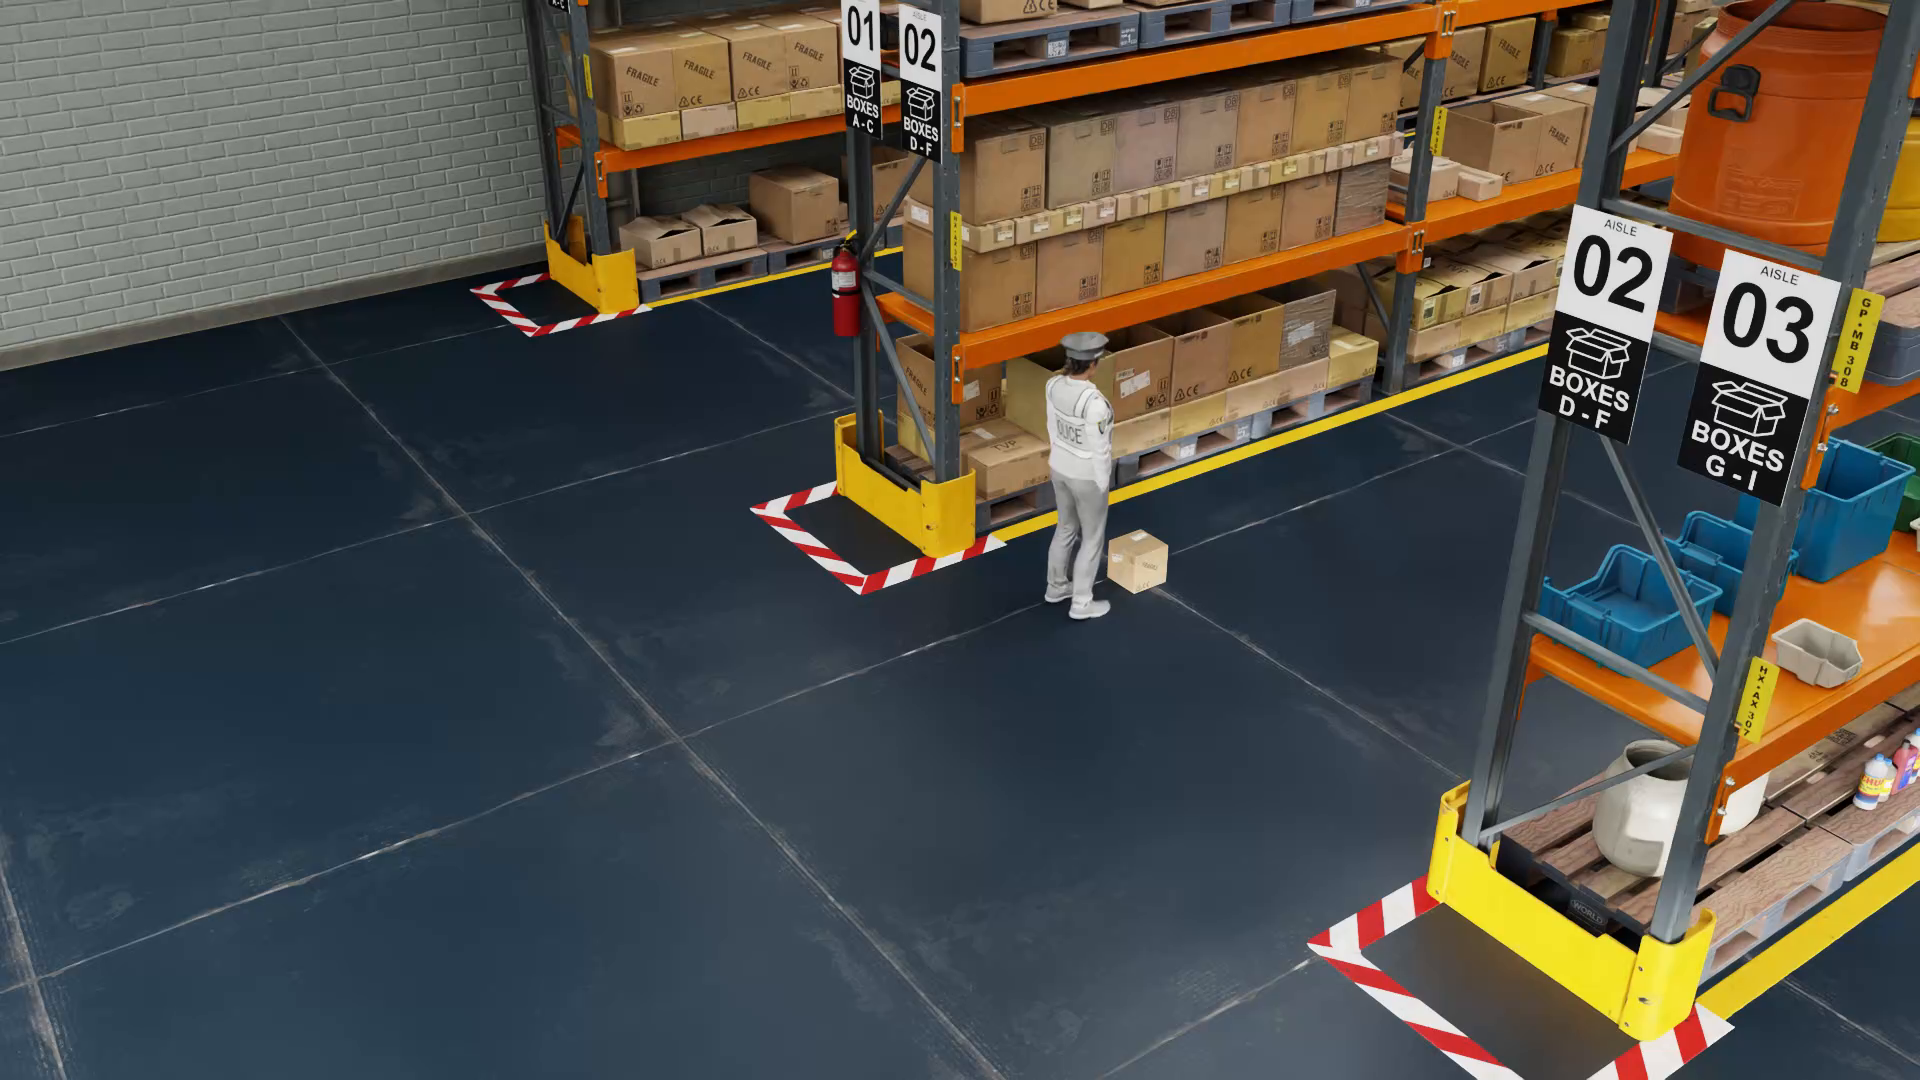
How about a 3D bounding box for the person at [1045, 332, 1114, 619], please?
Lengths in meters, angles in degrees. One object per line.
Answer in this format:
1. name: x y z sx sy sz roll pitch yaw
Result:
1. person: 0.667 -0.357 9.301 0.328 1.662 0.470 -19 34 -31
